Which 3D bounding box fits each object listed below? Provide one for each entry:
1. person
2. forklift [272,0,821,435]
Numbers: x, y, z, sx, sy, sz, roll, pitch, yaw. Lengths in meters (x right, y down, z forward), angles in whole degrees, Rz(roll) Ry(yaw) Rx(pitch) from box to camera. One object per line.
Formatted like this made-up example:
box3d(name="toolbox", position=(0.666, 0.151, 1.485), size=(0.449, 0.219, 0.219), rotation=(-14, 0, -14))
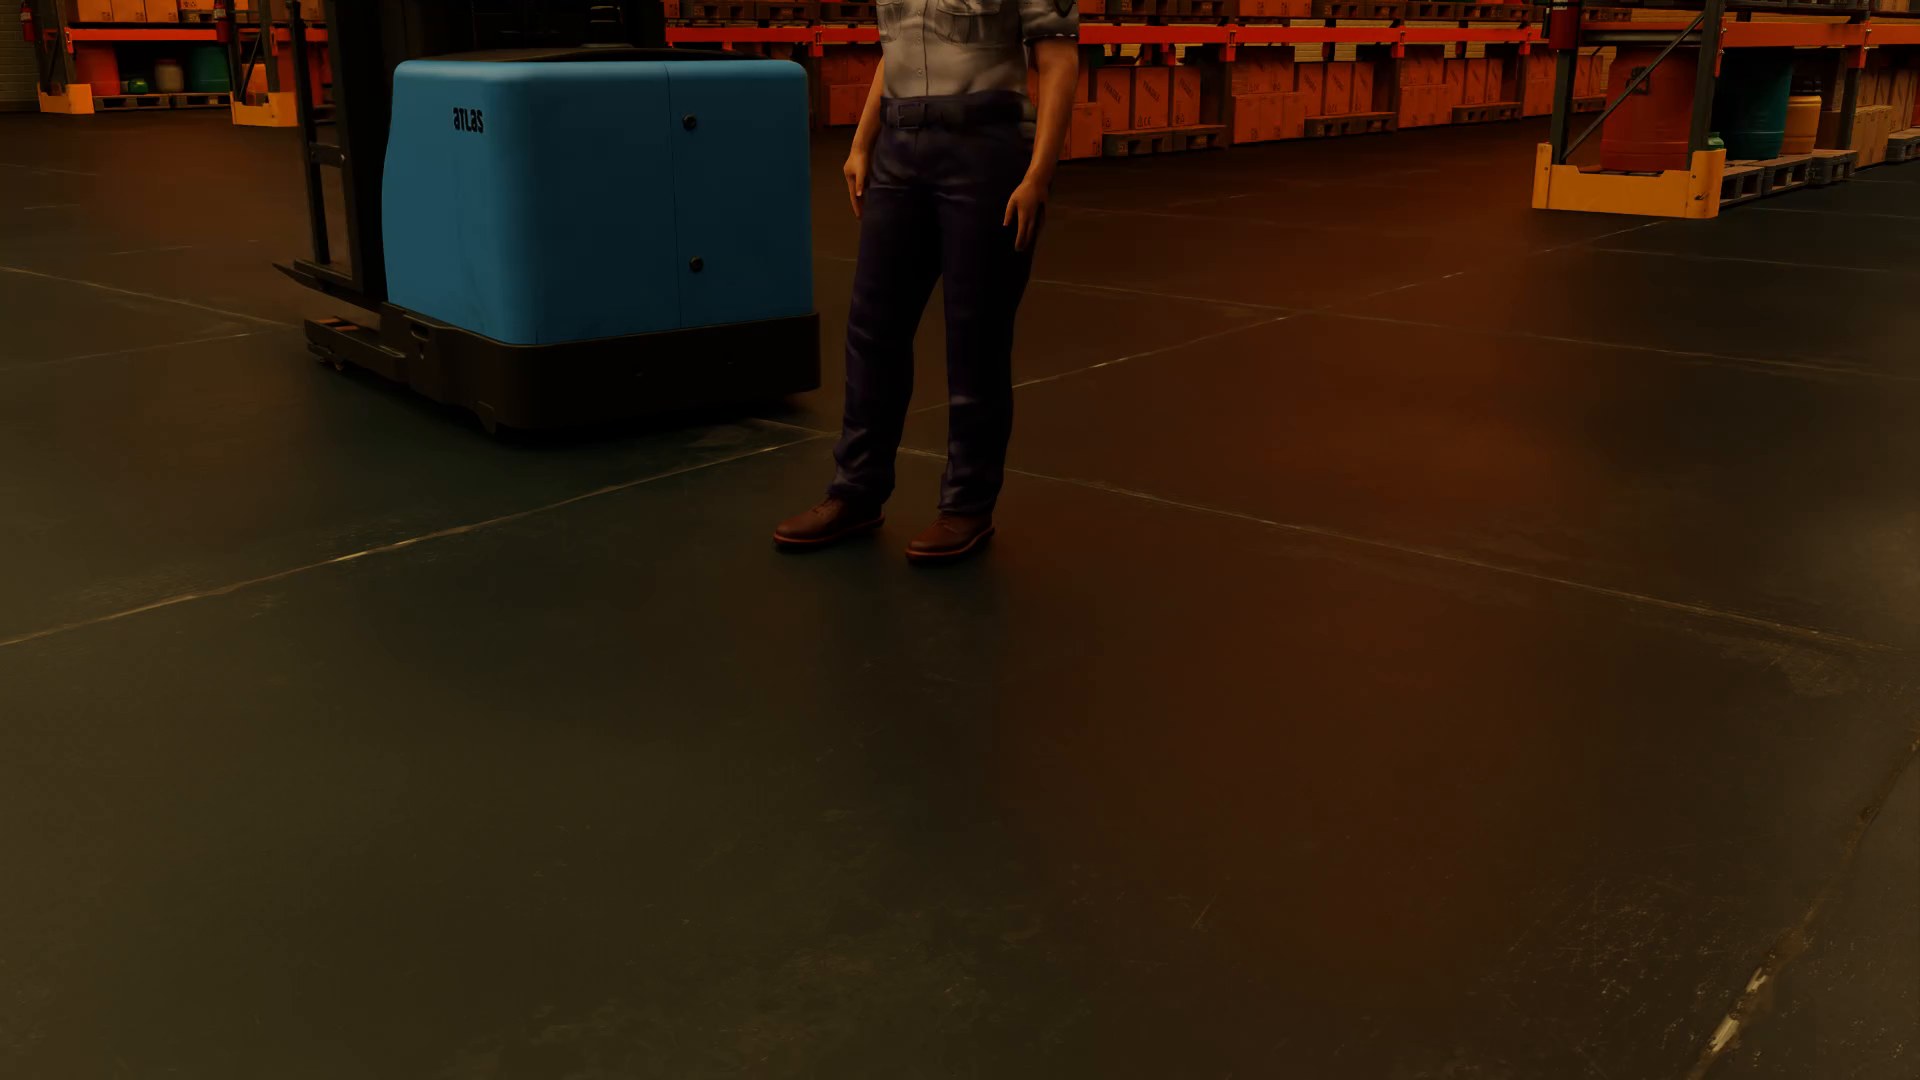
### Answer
box3d(name="person", position=(-0.074, -0.780, 3.648), size=(0.599, 1.650, 0.503), rotation=(13, 21, 37))
box3d(name="forklift", position=(-1.734, -2.077, 5.737), size=(1.130, 2.935, 3.031), rotation=(-12, 21, -35))
